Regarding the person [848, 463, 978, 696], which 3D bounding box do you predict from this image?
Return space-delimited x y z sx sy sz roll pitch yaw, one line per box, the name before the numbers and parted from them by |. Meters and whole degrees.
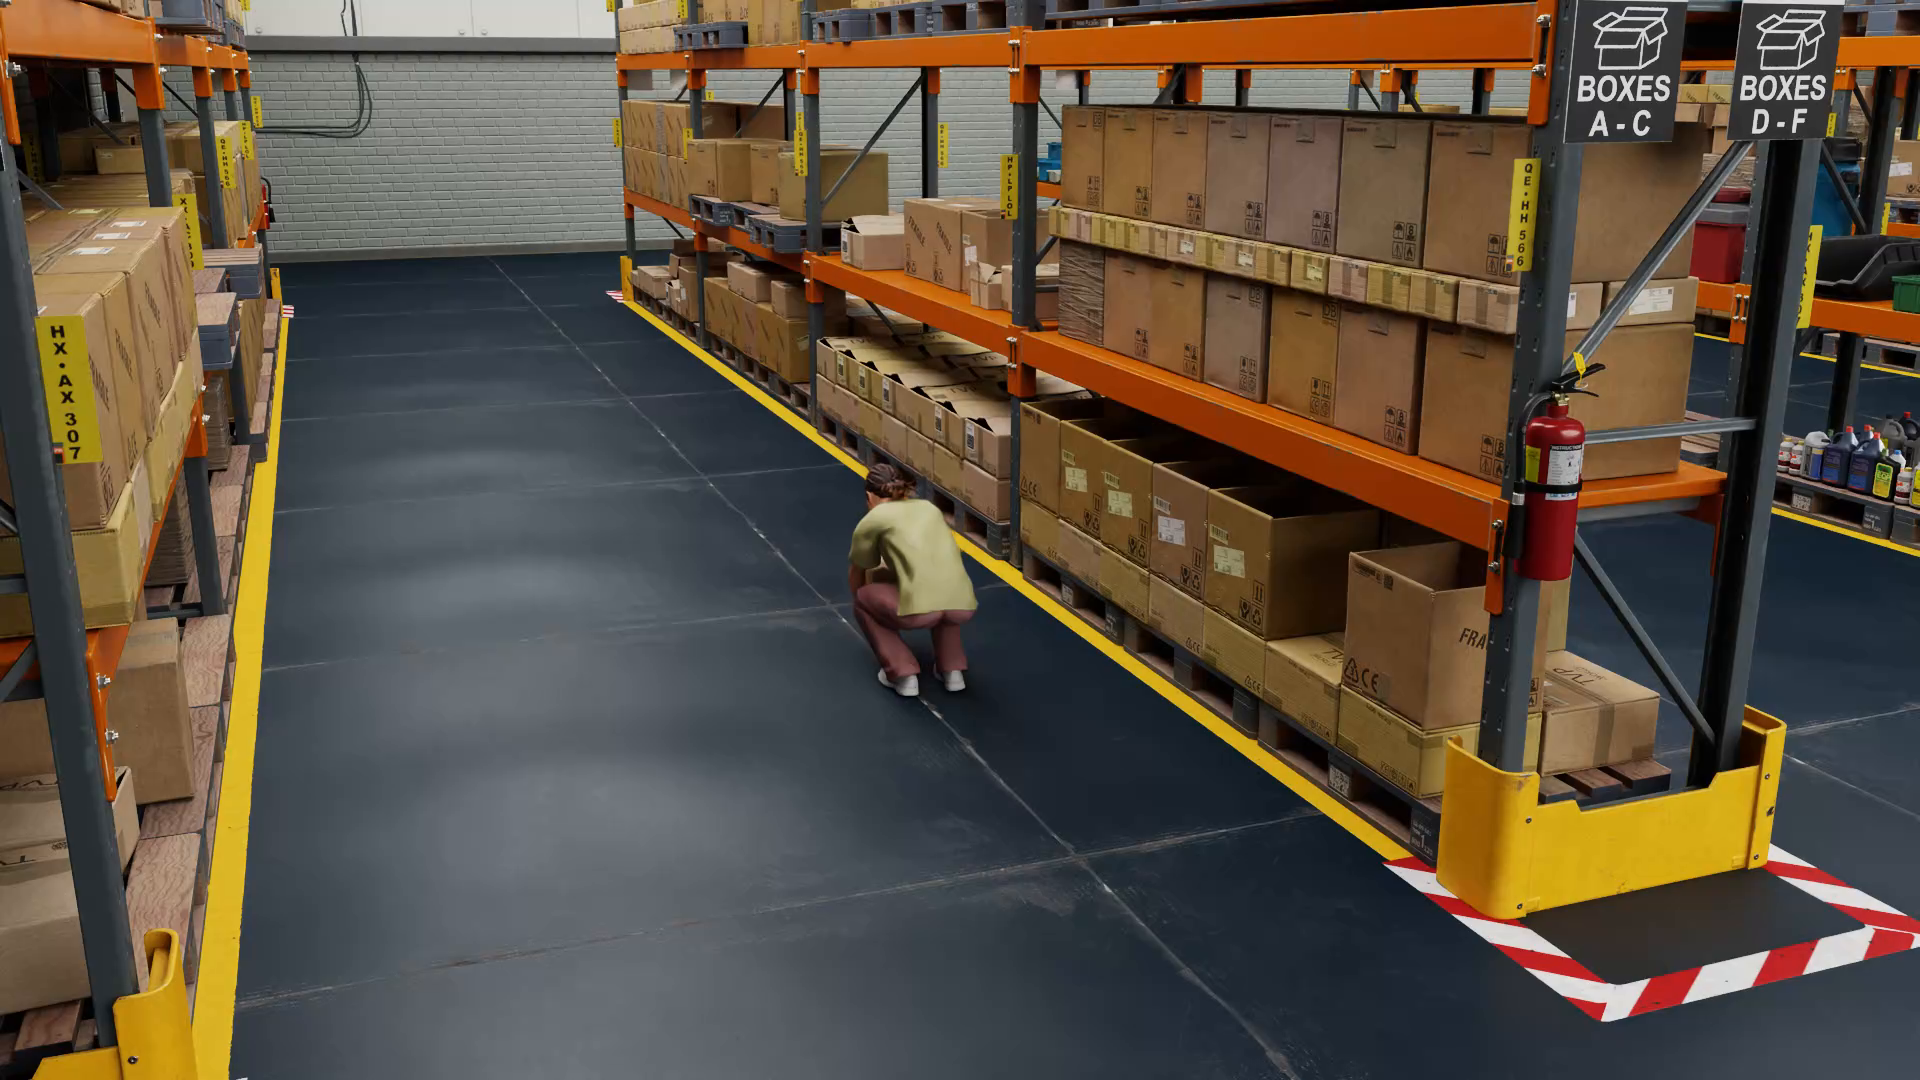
person | -0.221 0.163 7.340 0.488 0.929 0.804 -6 17 -20
